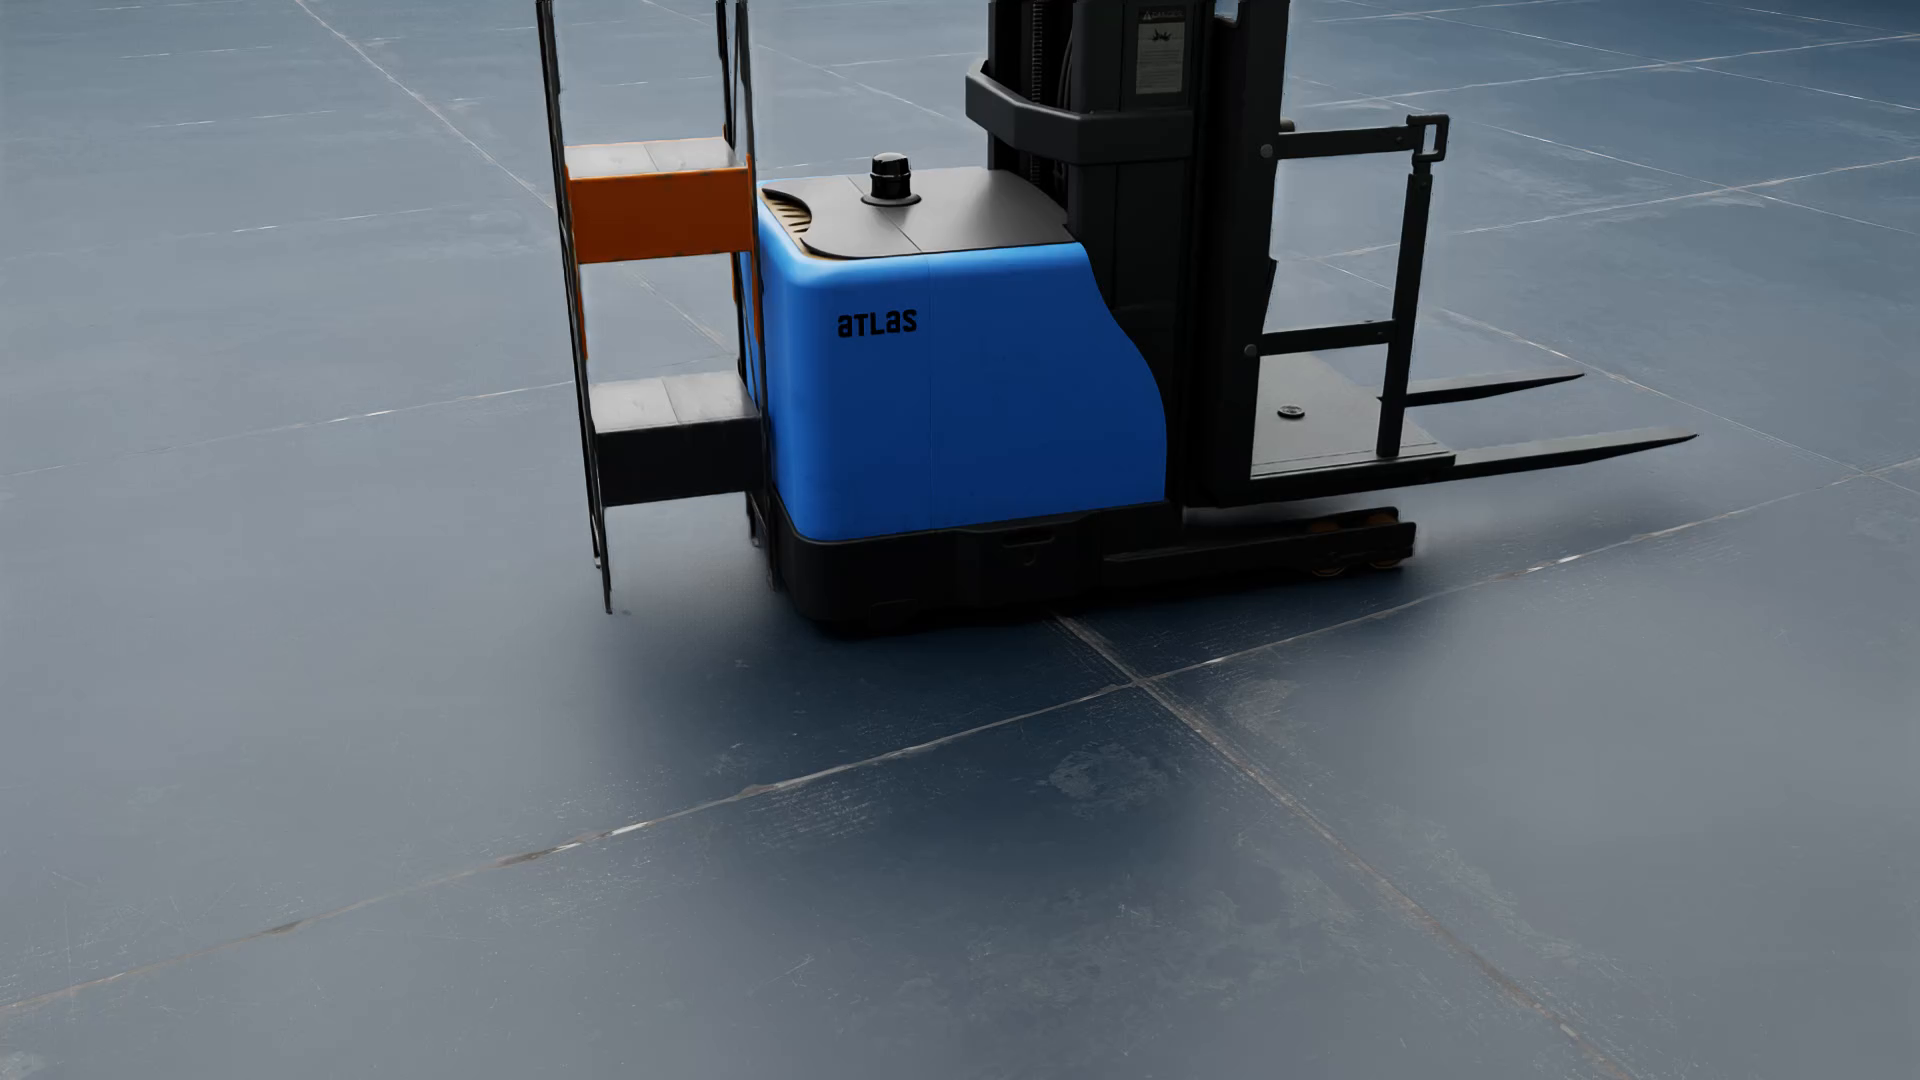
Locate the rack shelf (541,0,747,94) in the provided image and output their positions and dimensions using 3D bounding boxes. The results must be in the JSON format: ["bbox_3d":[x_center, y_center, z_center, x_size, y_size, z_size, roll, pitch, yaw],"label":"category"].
[{"bbox_3d":[-0.836,-1.464,4.287,0.480,0.518,0.431,-7,27,-15],"label":"rack shelf"}]

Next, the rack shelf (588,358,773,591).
[{"bbox_3d":[-0.836,-0.202,4.893,0.480,0.518,0.431,-7,27,-15],"label":"rack shelf"}]

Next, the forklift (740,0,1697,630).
[{"bbox_3d":[0.876,-1.420,4.822,3.031,2.935,1.130,-7,27,-15],"label":"forklift"}]

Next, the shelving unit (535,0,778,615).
[{"bbox_3d":[-0.836,-0.845,4.584,0.503,2.100,0.431,-7,27,-15],"label":"shelving unit"}]

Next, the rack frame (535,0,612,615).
[{"bbox_3d":[-1.070,-0.815,4.522,0.015,2.100,0.400,-7,27,-15],"label":"rack frame"}]

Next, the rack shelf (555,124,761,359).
[{"bbox_3d":[-0.836,-0.833,4.590,0.480,0.518,0.431,-7,27,-15],"label":"rack shelf"}]

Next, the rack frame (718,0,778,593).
[{"bbox_3d":[-0.602,-0.875,4.646,0.015,2.100,0.400,-7,27,-15],"label":"rack frame"}]
